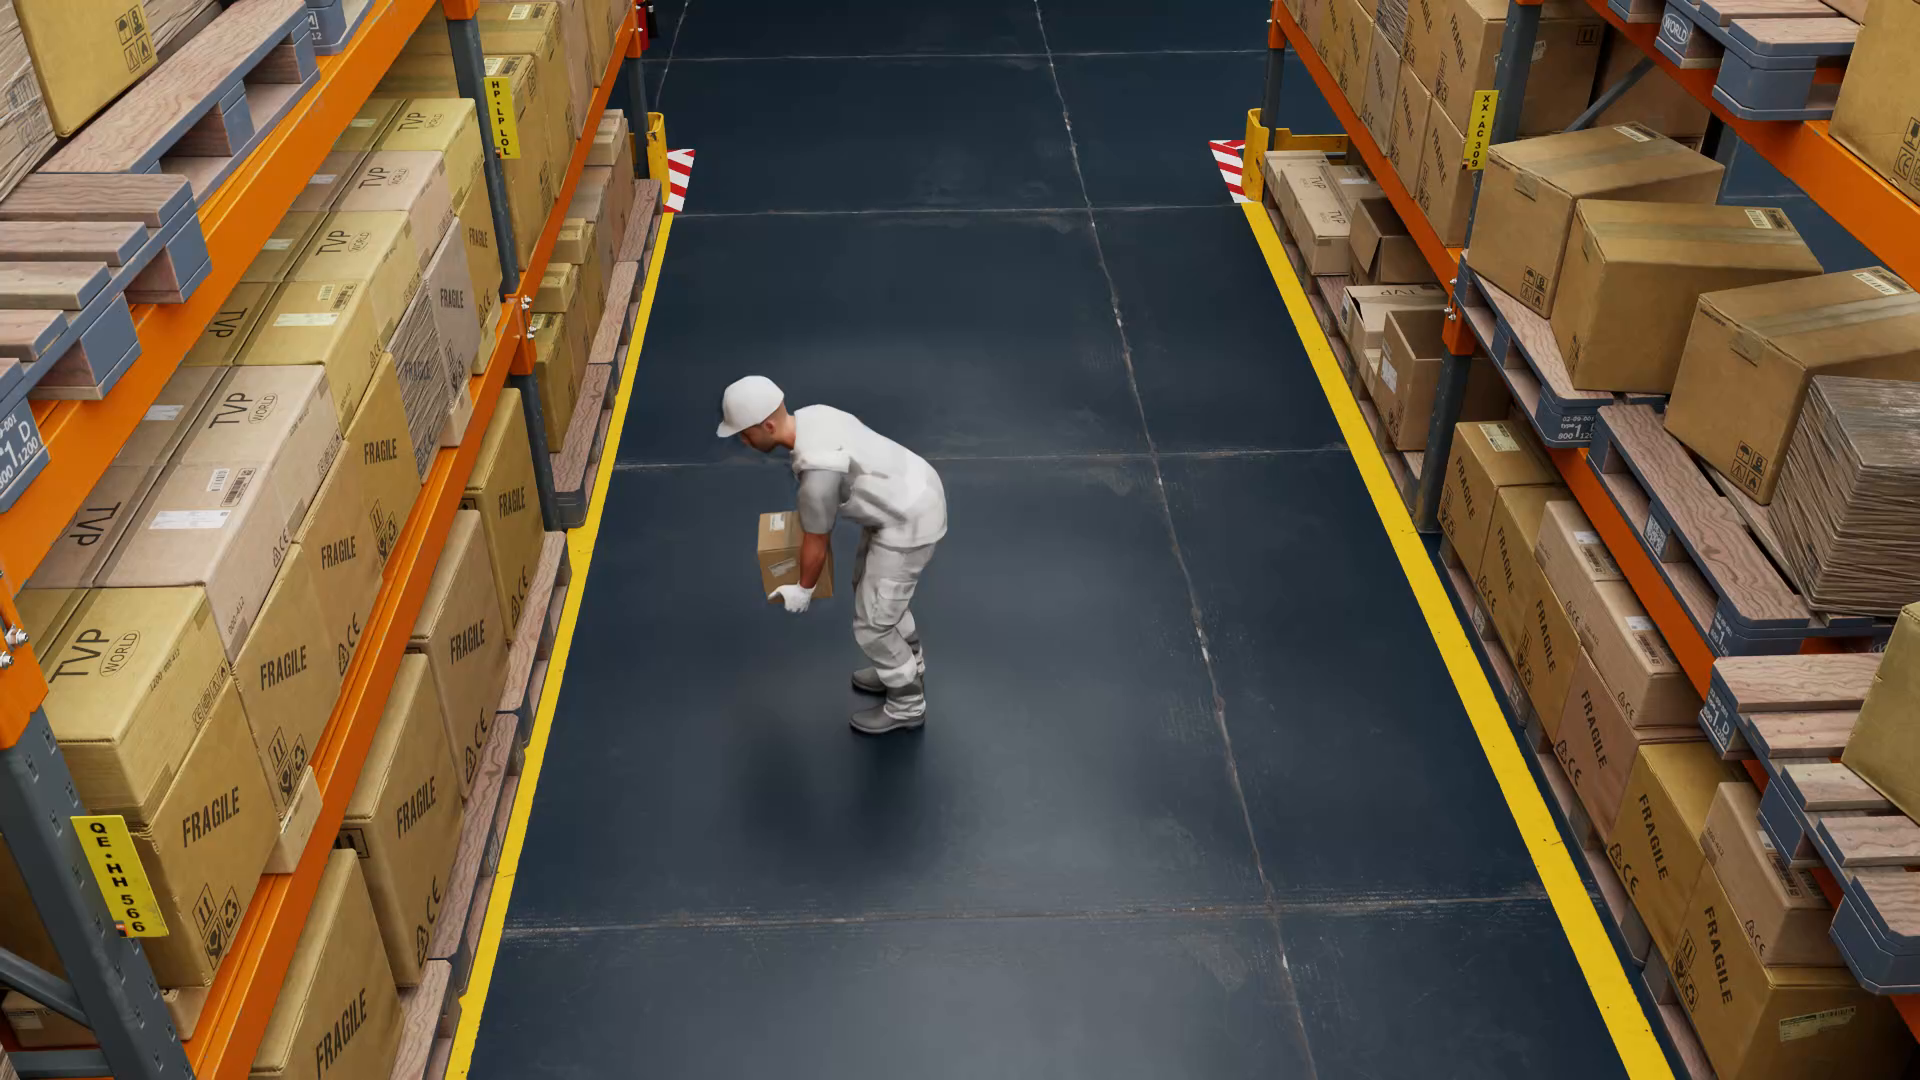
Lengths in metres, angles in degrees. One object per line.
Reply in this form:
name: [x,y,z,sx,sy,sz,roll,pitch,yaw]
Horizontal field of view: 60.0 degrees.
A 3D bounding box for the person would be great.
person: [-0.458,0.043,6.287,0.823,1.528,0.489,-2,35,-3]
